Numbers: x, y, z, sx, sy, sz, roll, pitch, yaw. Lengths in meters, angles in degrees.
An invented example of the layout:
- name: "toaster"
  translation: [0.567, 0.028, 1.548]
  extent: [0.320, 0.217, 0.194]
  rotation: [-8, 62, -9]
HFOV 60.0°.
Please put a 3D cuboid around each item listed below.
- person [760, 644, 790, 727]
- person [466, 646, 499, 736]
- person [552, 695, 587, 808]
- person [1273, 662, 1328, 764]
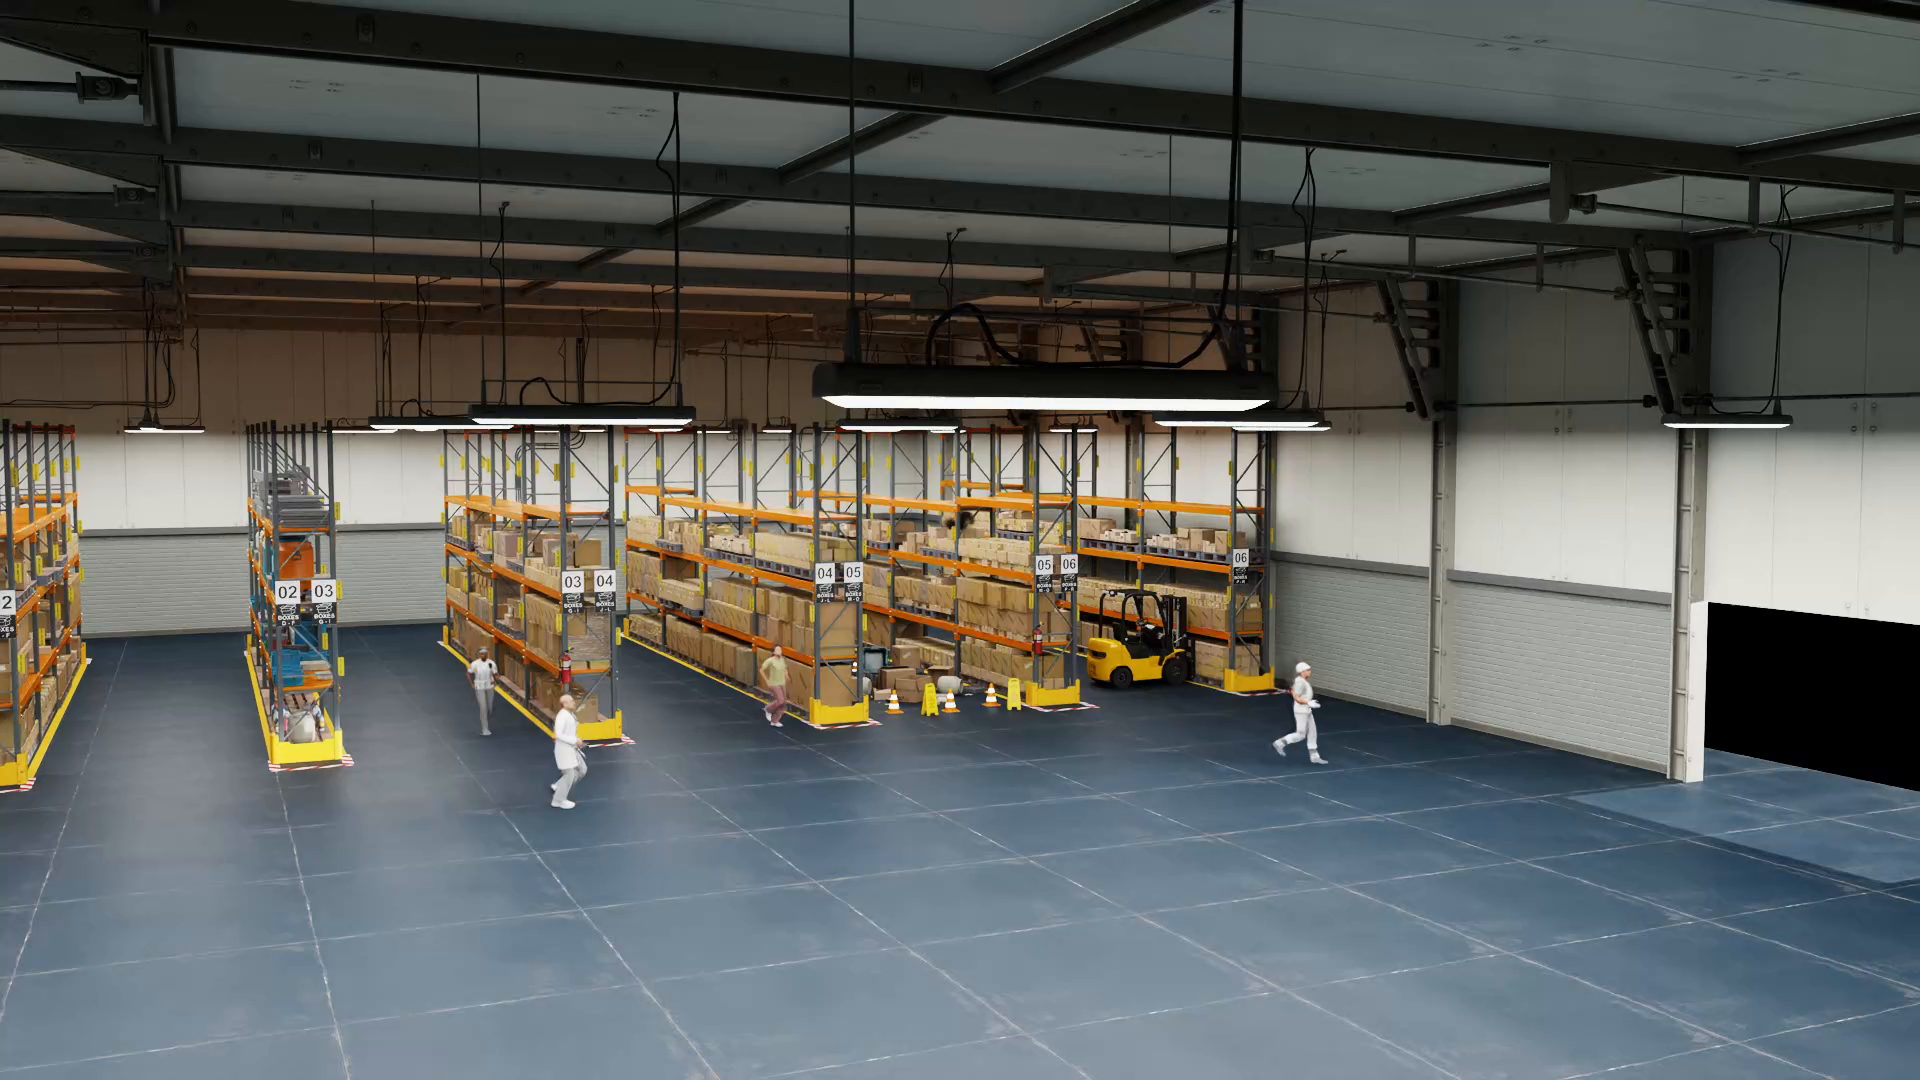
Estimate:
- name: "person"
  translation: [-3.596, 2.865, 32.755]
  extent: [0.544, 1.626, 0.579]
  rotation: [4, 5, 45]
- name: "person"
  translation: [-9.172, 2.871, 32.010]
  extent: [0.592, 1.694, 0.801]
  rotation: [-2, 4, -30]
- name: "person"
  translation: [-6.017, 3.248, 25.595]
  extent: [0.618, 1.744, 0.709]
  rotation: [0, 4, 3]
- name: "person"
  translation: [5.953, 3.019, 29.010]
  extent: [0.959, 1.774, 0.653]
  rotation: [1, 4, 20]
